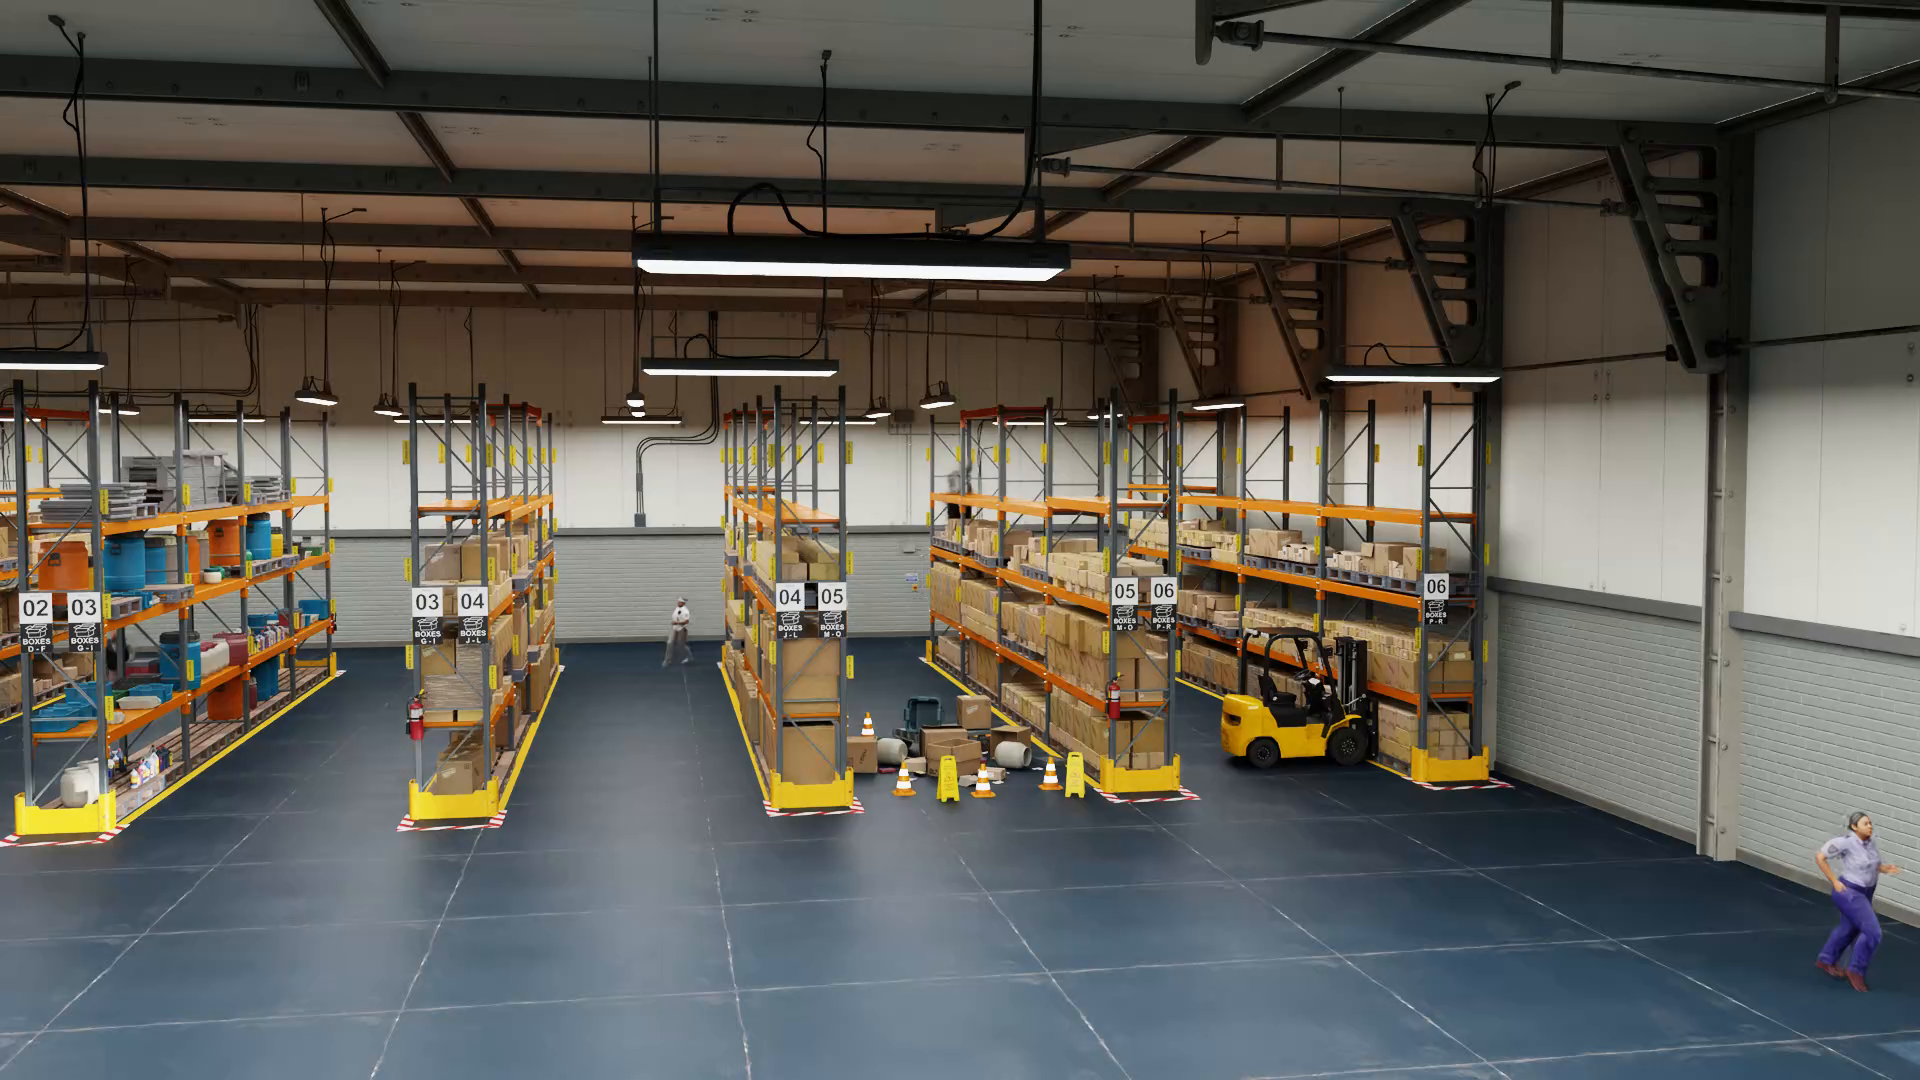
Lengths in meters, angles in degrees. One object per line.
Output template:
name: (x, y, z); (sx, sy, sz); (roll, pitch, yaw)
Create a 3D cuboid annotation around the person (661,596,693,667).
person: (-6.649, 2.161, 39.588); (0.613, 1.676, 0.886); (2, 4, 41)

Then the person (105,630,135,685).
person: (-16.500, 2.529, 32.551); (0.643, 1.670, 0.618); (-1, 3, -22)

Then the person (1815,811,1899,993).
person: (8.468, 3.406, 15.717); (0.572, 1.707, 0.726); (-2, 4, -35)
